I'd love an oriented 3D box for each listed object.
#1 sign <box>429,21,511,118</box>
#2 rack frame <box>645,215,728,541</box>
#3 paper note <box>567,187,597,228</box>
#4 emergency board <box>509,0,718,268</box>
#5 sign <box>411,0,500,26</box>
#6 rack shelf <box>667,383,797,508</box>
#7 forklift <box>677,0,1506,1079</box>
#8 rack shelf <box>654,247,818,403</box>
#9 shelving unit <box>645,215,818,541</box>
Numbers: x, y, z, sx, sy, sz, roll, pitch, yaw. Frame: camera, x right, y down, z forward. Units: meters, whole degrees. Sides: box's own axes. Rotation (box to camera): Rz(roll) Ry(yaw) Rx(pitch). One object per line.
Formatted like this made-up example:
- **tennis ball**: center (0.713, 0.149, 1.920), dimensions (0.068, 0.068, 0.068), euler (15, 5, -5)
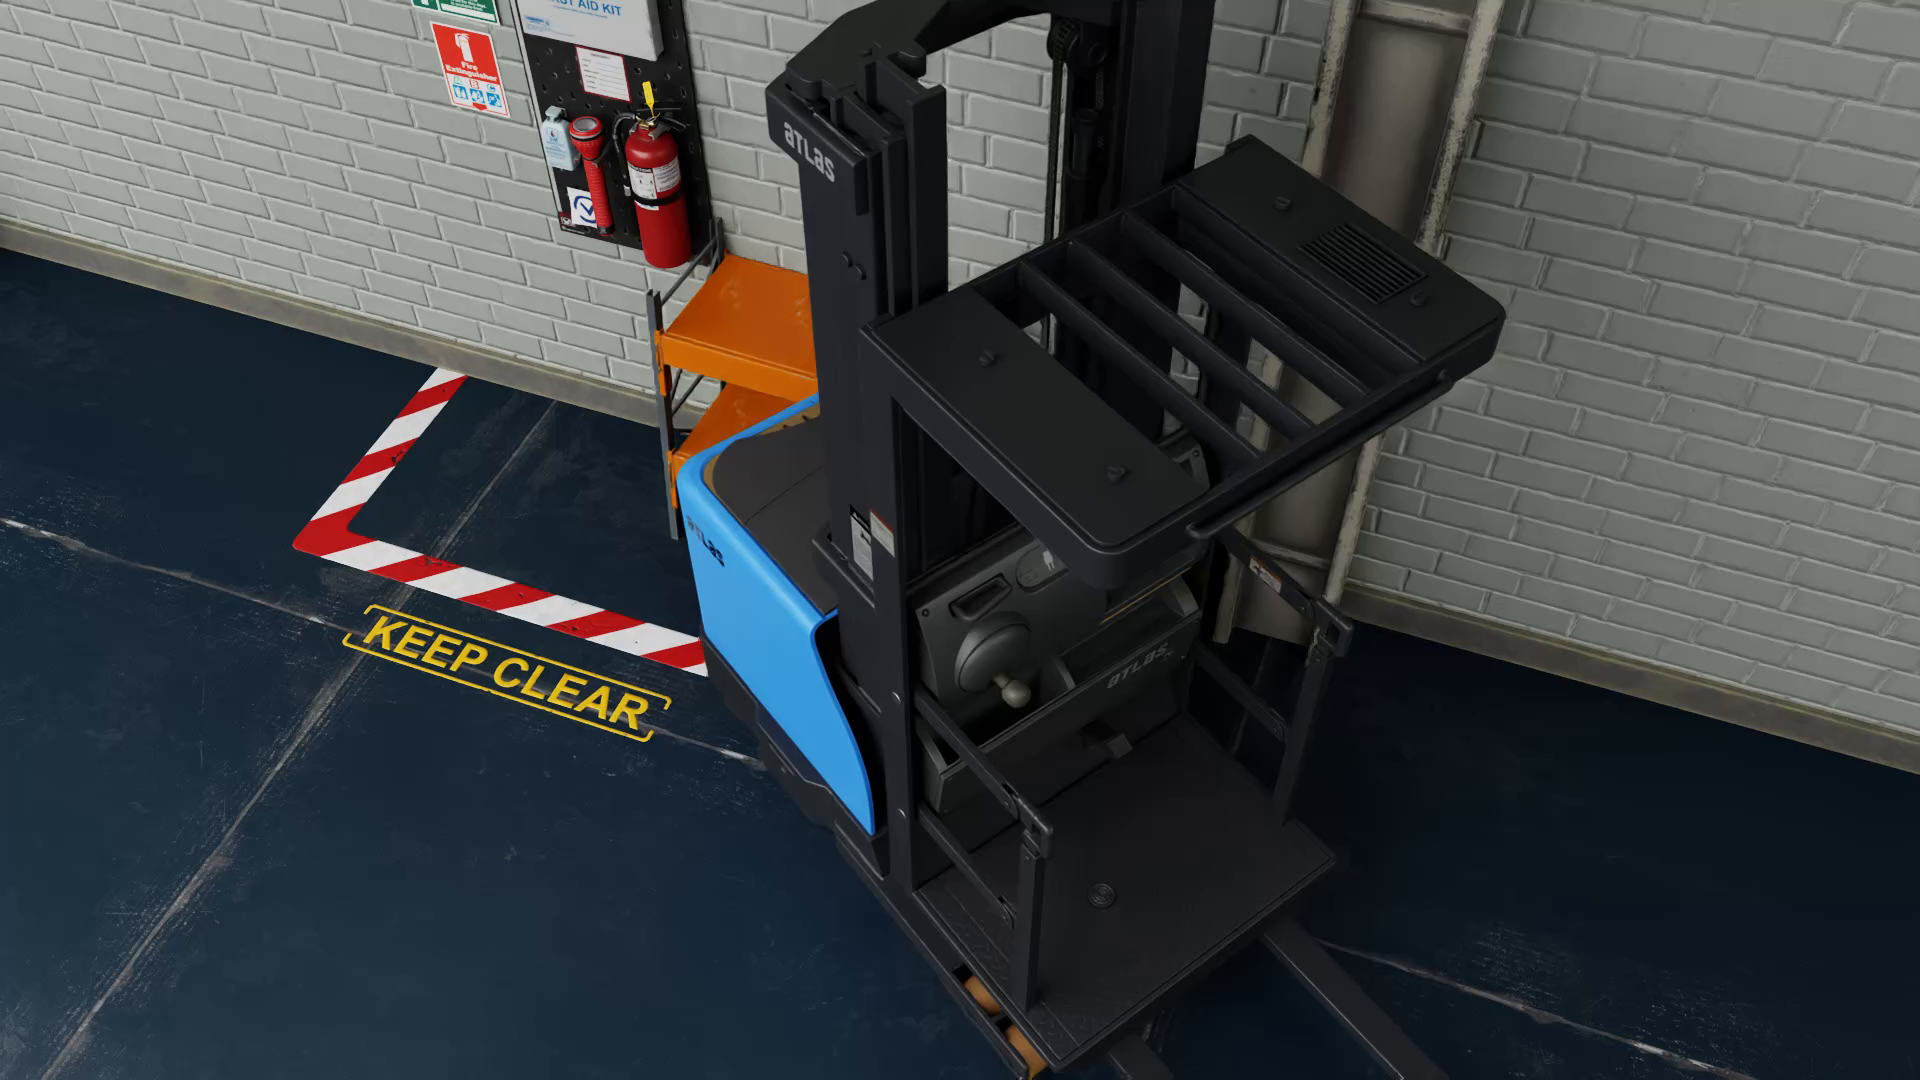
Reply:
- **sign**: center (-1.653, -1.586, 5.616), dimensions (0.234, 0.329, 0.001), euler (16, 51, 13)
- **rack frame**: center (-0.945, -0.559, 5.948), dimensions (0.032, 1.125, 0.500), euler (17, 47, 12)
- **paper note**: center (-1.312, -1.164, 5.856), dimensions (0.142, 0.148, 0.016), euler (16, 51, 13)
- **emergency board**: center (-1.170, -1.357, 5.441), dimensions (0.643, 1.169, 0.194), euler (16, 51, 13)
- **sign**: center (-1.652, -1.752, 5.410), dimensions (0.331, 0.109, 0.001), euler (16, 51, 13)
- **rack shelf**: center (-0.482, -0.244, 6.015), dimensions (1.000, 0.278, 0.538), euler (17, 47, 12)
- **forklift**: center (0.412, 0.185, 4.150), dimensions (1.130, 2.935, 3.031), euler (-30, 55, -23)
- **rack shelf**: center (-0.456, -0.619, 5.631), dimensions (1.000, 0.278, 0.538), euler (17, 47, 12)
- **shelving unit**: center (-0.470, -0.415, 5.840), dimensions (1.048, 1.125, 0.538), euler (17, 47, 12)
